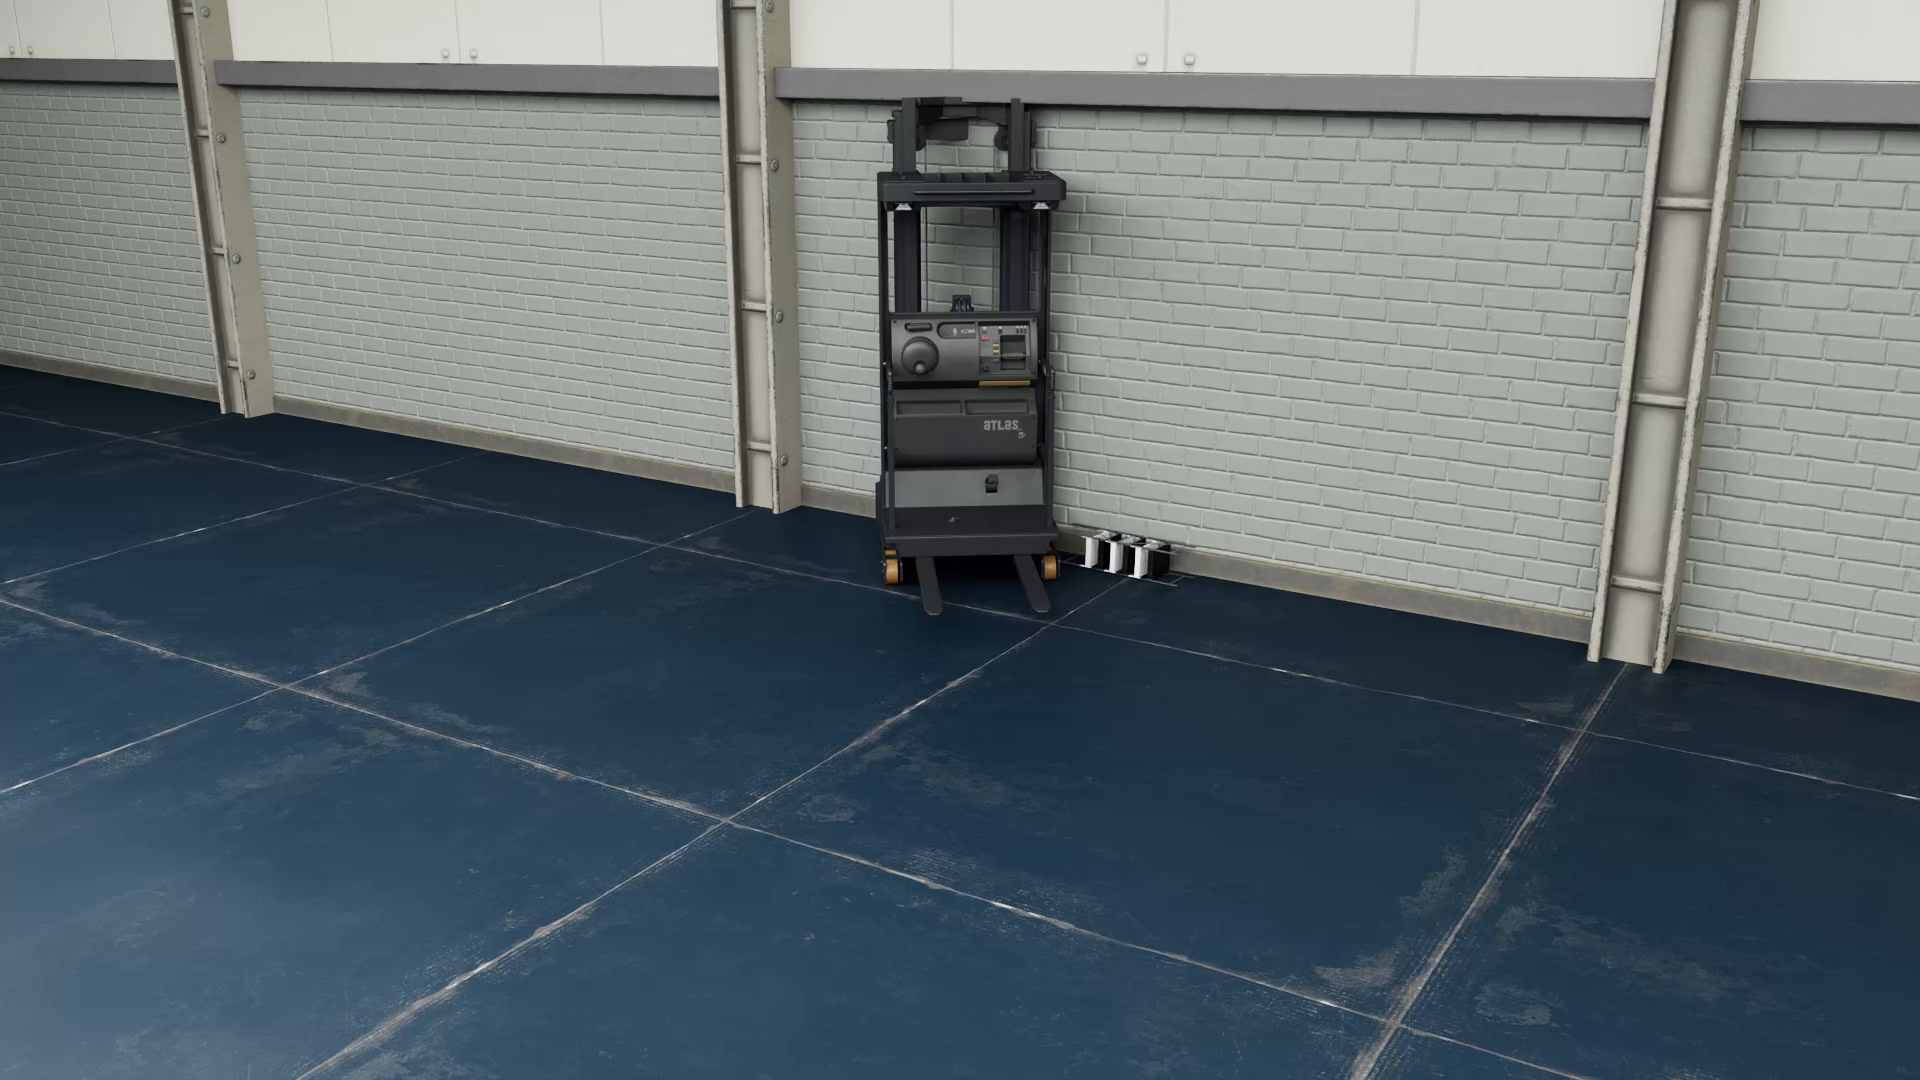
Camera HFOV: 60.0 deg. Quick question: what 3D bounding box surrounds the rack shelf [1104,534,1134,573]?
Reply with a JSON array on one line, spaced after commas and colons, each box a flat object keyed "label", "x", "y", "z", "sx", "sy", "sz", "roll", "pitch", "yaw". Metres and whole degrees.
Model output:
[{"label": "rack shelf", "x": 1.028, "y": 0.083, "z": 10.718, "sx": 0.077, "sy": 0.200, "sz": 0.258, "roll": 12, "pitch": 19, "yaw": 33}]

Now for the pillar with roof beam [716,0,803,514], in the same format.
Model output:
[{"label": "pillar with roof beam", "x": -3.650, "y": -3.496, "z": 7.408, "sx": 0.400, "sy": 9.000, "sz": 9.100, "roll": 10, "pitch": 20, "yaw": 30}]

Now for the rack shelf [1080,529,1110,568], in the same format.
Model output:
[{"label": "rack shelf", "x": 0.880, "y": 0.052, "z": 10.816, "sx": 0.077, "sy": 0.200, "sz": 0.258, "roll": 12, "pitch": 19, "yaw": 33}]

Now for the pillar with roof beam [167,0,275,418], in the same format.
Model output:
[{"label": "pillar with roof beam", "x": -8.763, "y": -4.409, "z": 10.412, "sx": 0.400, "sy": 9.000, "sz": 9.100, "roll": 10, "pitch": 20, "yaw": 30}]

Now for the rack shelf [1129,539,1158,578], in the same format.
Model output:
[{"label": "rack shelf", "x": 1.176, "y": 0.115, "z": 10.621, "sx": 0.077, "sy": 0.200, "sz": 0.258, "roll": 12, "pitch": 19, "yaw": 33}]

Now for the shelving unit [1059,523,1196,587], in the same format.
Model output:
[{"label": "shelving unit", "x": 1.056, "y": 0.089, "z": 10.700, "sx": 0.900, "sy": 0.210, "sz": 0.258, "roll": 12, "pitch": 19, "yaw": 33}]

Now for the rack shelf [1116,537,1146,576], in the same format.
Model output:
[{"label": "rack shelf", "x": 1.102, "y": 0.099, "z": 10.670, "sx": 0.077, "sy": 0.200, "sz": 0.258, "roll": 12, "pitch": 19, "yaw": 33}]

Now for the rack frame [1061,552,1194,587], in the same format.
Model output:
[{"label": "rack frame", "x": 1.053, "y": 0.187, "z": 10.728, "sx": 0.900, "sy": 0.006, "sz": 0.240, "roll": 12, "pitch": 19, "yaw": 33}]

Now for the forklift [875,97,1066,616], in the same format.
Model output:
[{"label": "forklift", "x": 0.047, "y": -1.221, "z": 10.358, "sx": 1.130, "sy": 2.935, "sz": 3.031, "roll": -1, "pitch": 17, "yaw": -4}]

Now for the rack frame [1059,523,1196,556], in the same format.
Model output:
[{"label": "rack frame", "x": 1.058, "y": -0.009, "z": 10.673, "sx": 0.900, "sy": 0.006, "sz": 0.240, "roll": 12, "pitch": 19, "yaw": 33}]

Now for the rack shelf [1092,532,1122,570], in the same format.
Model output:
[{"label": "rack shelf", "x": 0.954, "y": 0.068, "z": 10.767, "sx": 0.077, "sy": 0.200, "sz": 0.258, "roll": 12, "pitch": 19, "yaw": 33}]

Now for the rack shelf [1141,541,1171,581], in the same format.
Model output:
[{"label": "rack shelf", "x": 1.250, "y": 0.130, "z": 10.572, "sx": 0.077, "sy": 0.200, "sz": 0.258, "roll": 12, "pitch": 19, "yaw": 33}]

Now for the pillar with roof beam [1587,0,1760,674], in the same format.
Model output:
[{"label": "pillar with roof beam", "x": 1.463, "y": -2.583, "z": 4.403, "sx": 0.400, "sy": 9.000, "sz": 9.100, "roll": 10, "pitch": 20, "yaw": 30}]
